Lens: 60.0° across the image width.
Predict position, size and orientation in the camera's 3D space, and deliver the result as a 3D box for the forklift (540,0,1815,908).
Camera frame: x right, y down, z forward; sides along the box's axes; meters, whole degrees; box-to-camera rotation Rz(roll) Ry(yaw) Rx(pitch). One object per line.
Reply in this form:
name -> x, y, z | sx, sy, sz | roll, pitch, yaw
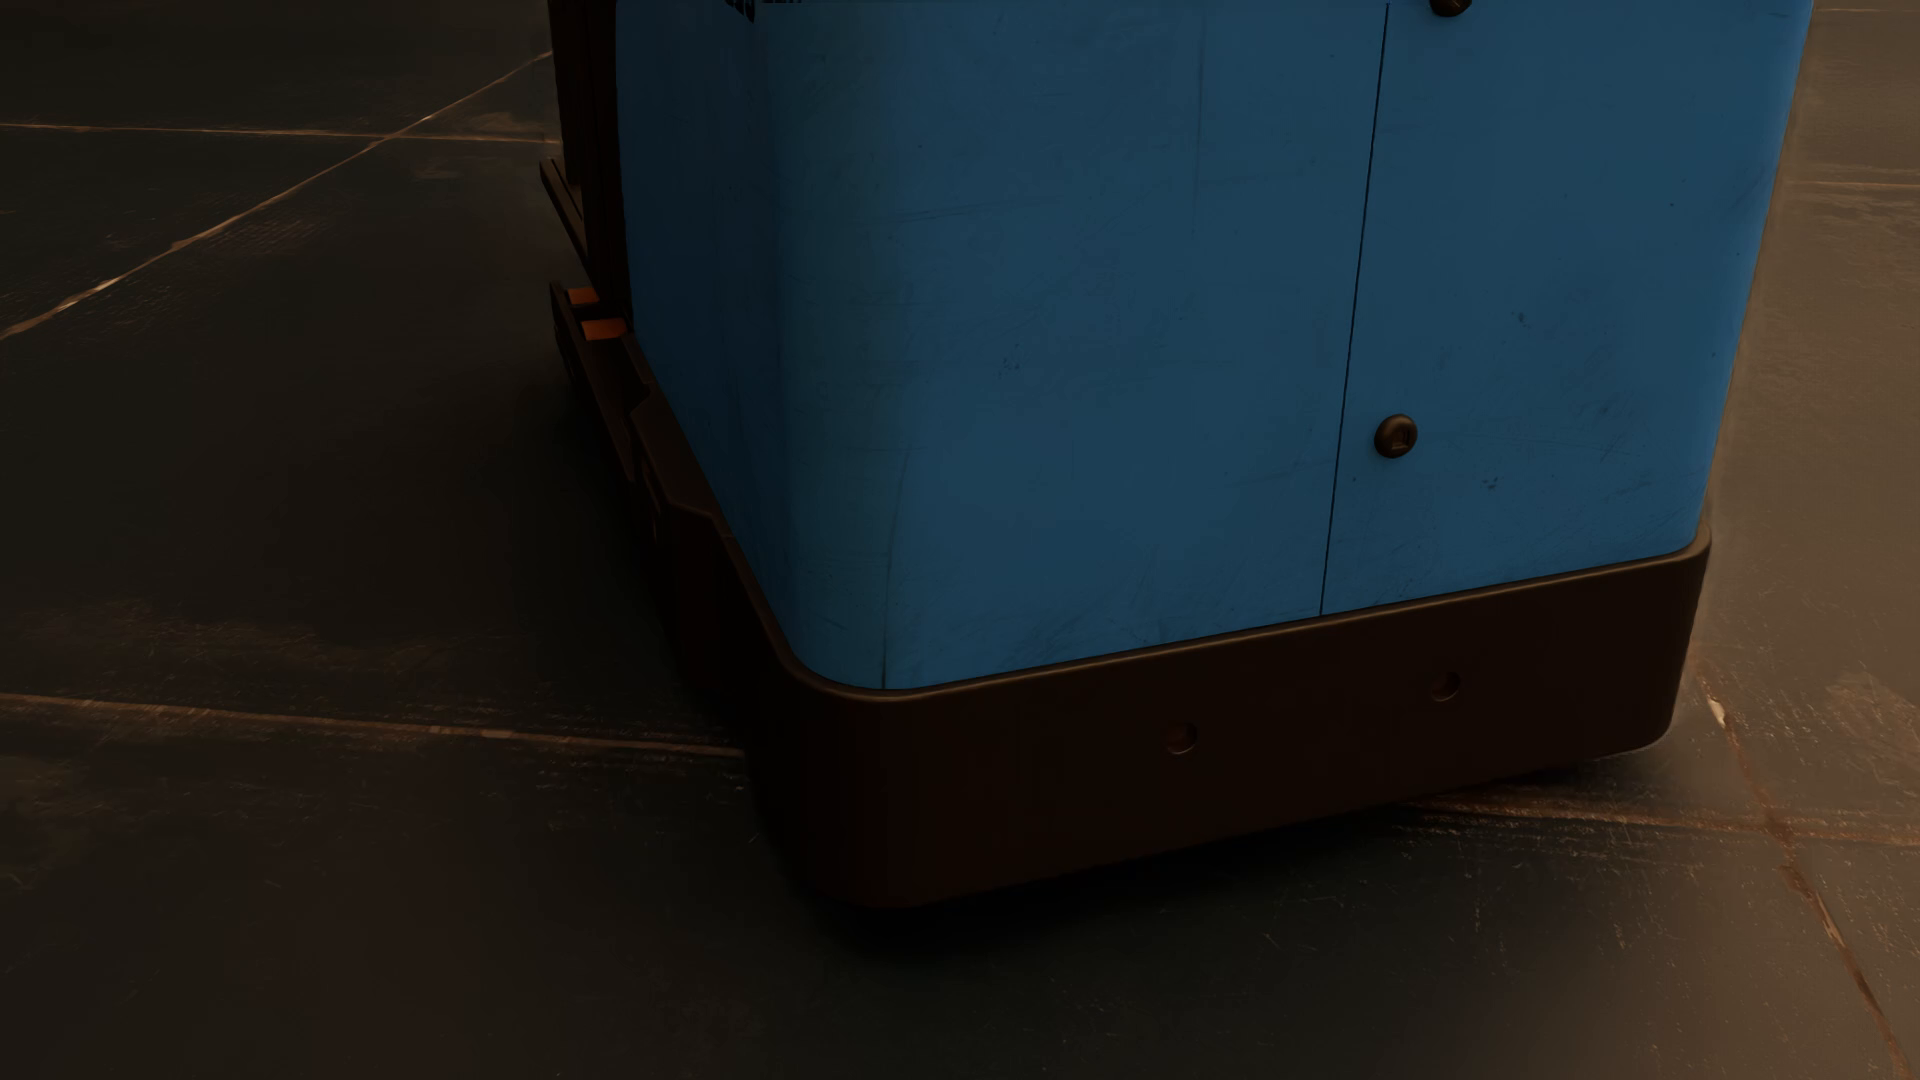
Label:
forklift -> -0.129, -1.590, 2.405 | 1.130, 2.935, 3.031 | -9, 28, -17
